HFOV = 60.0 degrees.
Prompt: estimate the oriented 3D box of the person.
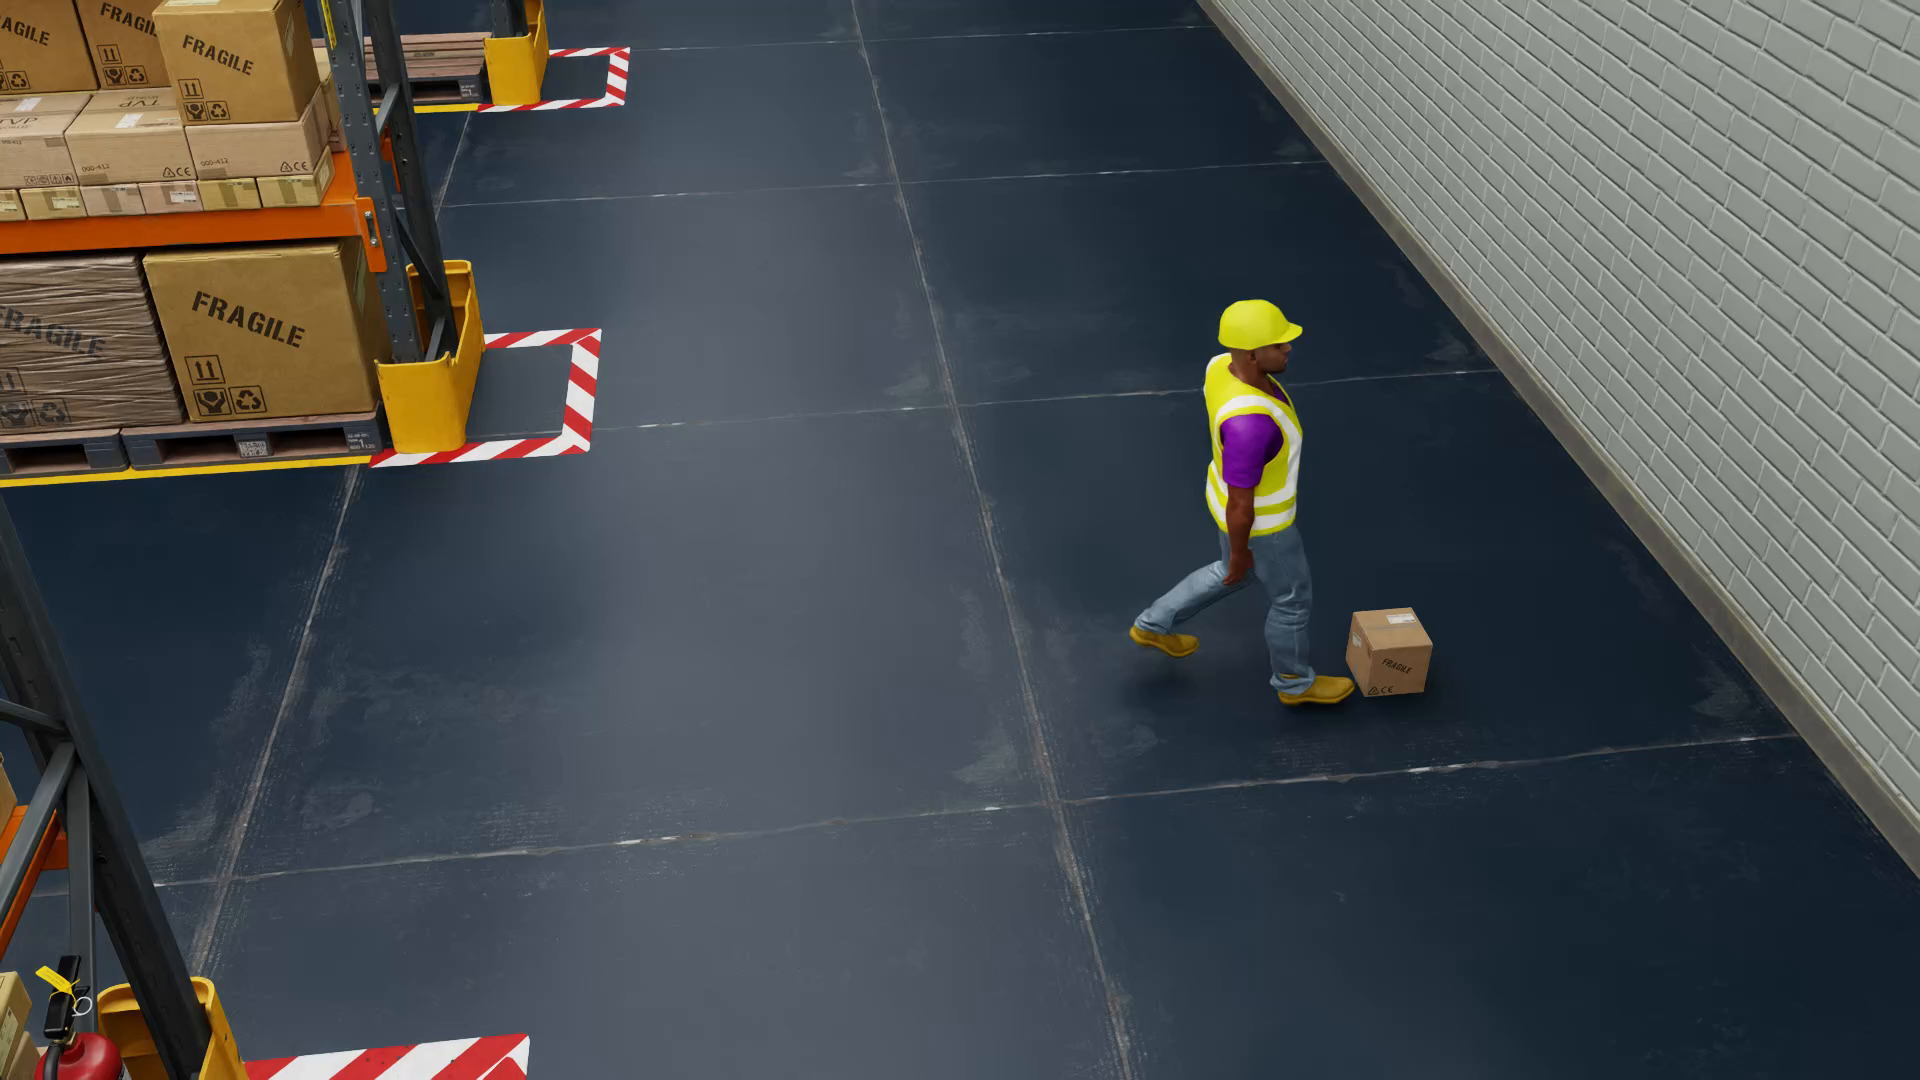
[{"bbox_3d":[1.138,-0.124,6.298,0.882,1.740,0.567,-3,35,-4],"label":"person"}]
